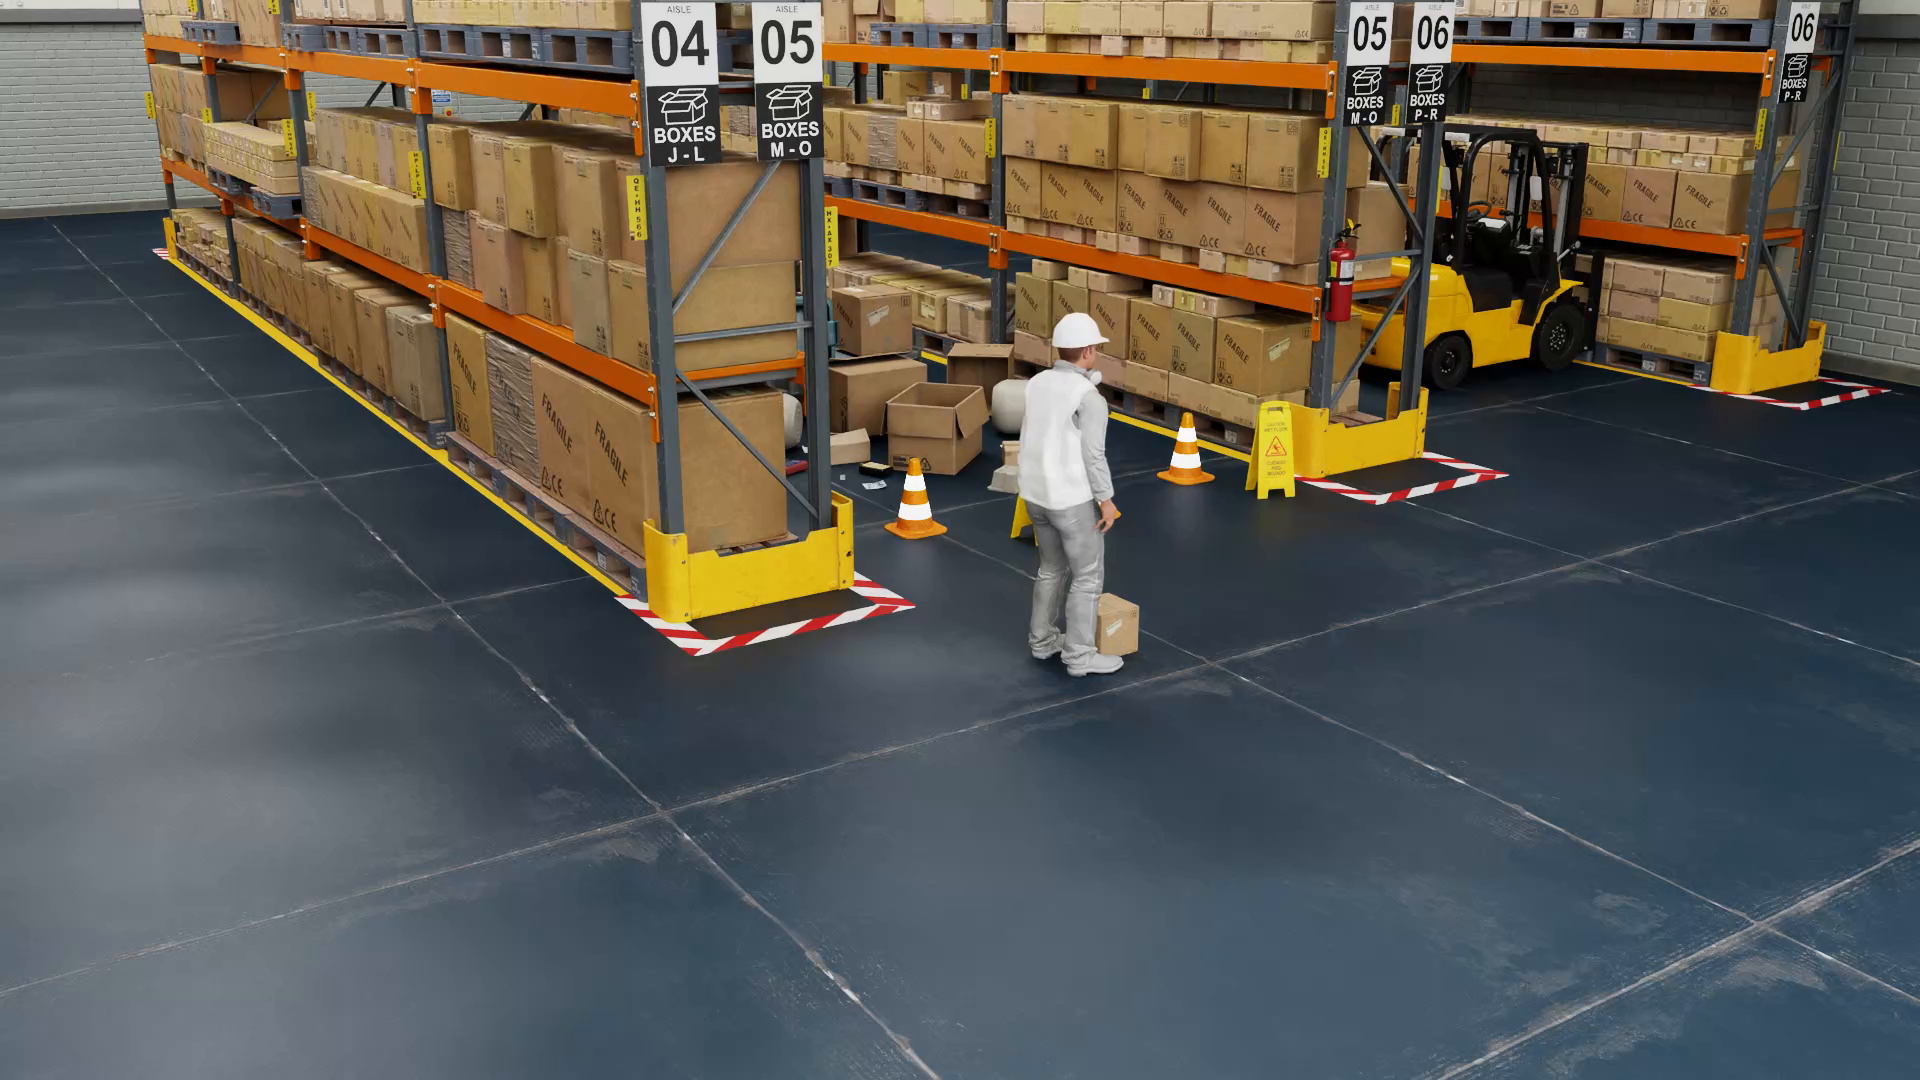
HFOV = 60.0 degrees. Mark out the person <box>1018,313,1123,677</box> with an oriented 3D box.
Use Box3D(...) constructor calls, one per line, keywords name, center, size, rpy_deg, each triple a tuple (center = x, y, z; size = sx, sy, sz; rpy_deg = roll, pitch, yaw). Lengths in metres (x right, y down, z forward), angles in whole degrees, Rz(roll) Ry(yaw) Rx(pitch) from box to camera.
Box3D(name="person", center=(0.530, -0.233, 8.229), size=(0.458, 1.773, 0.591), rpy_deg=(-12, 22, -34))
